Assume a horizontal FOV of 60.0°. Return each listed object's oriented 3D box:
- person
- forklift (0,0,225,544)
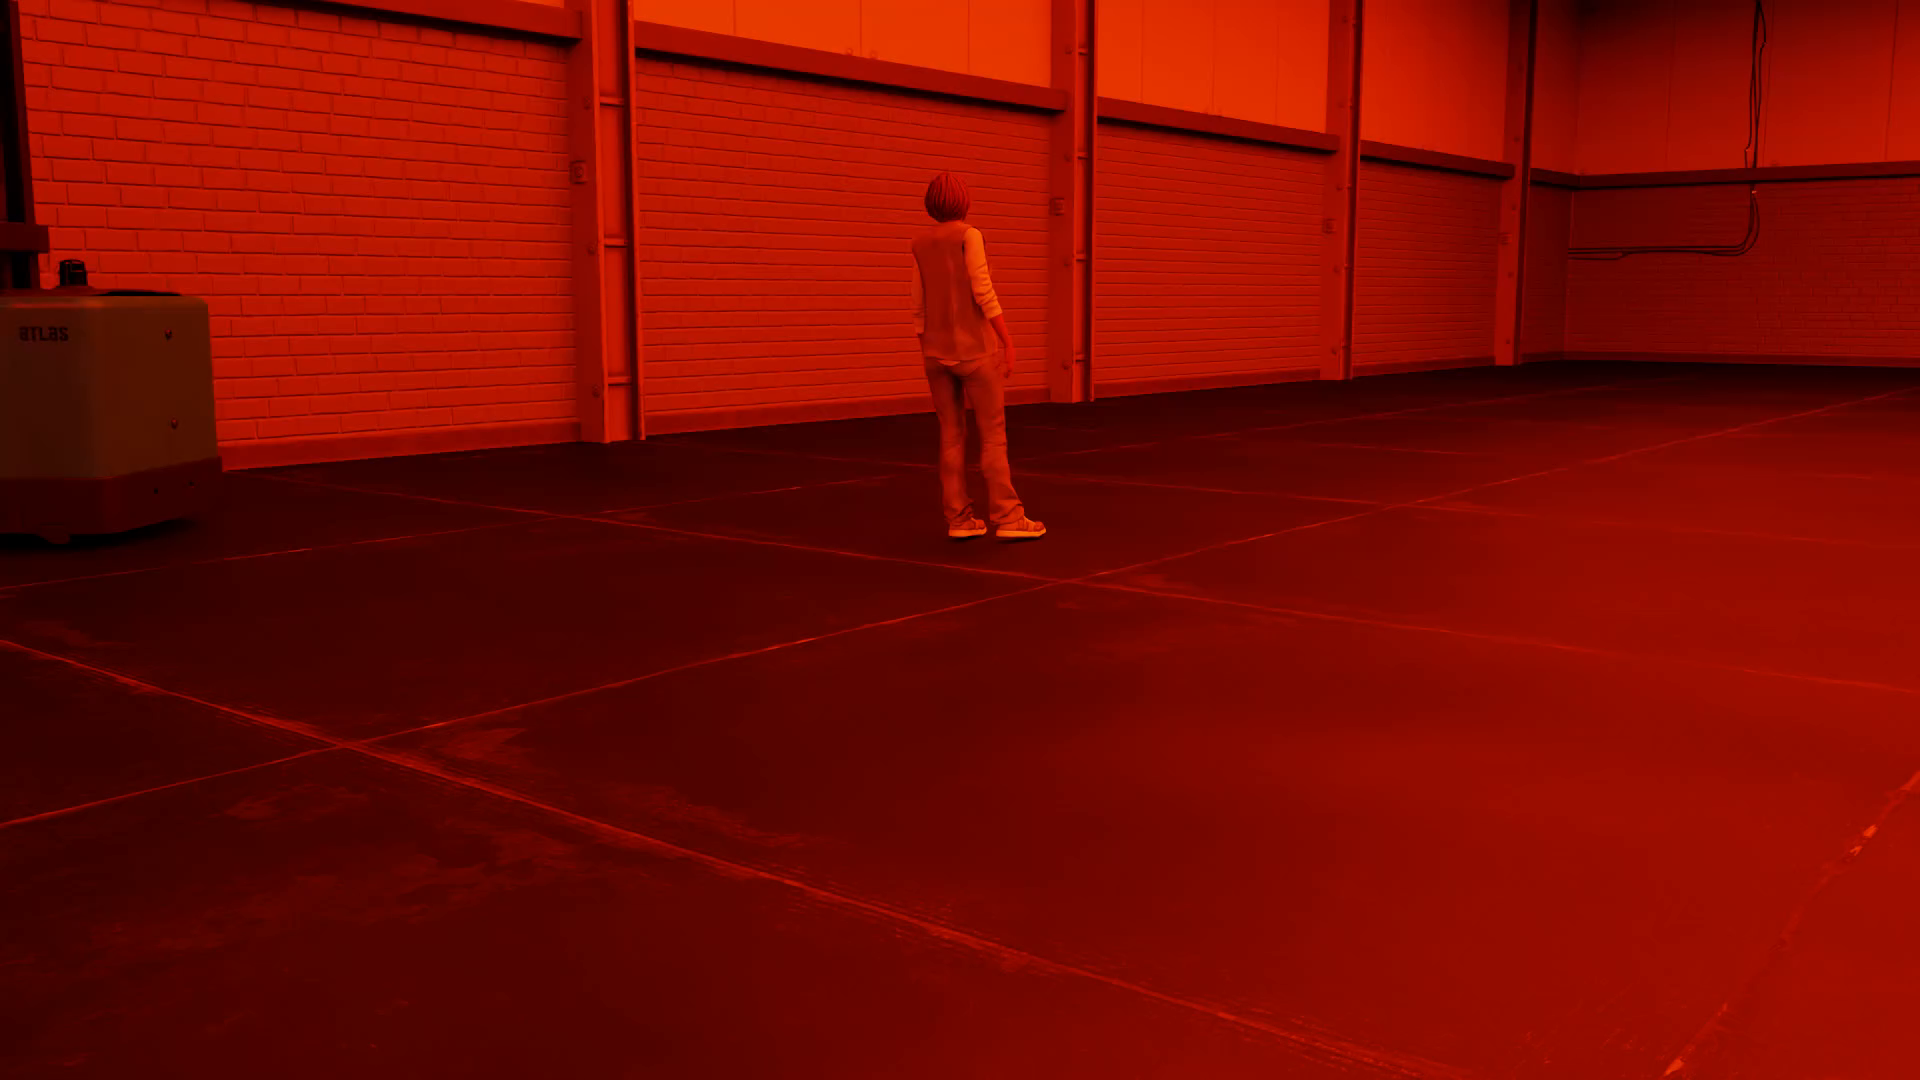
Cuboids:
[{"bbox_3d":[0.058,-0.798,7.338,0.520,1.585,0.473,7,11,38],"label":"person"},{"bbox_3d":[-5.081,-1.490,7.467,3.031,2.935,1.130,1,8,4],"label":"forklift"}]
